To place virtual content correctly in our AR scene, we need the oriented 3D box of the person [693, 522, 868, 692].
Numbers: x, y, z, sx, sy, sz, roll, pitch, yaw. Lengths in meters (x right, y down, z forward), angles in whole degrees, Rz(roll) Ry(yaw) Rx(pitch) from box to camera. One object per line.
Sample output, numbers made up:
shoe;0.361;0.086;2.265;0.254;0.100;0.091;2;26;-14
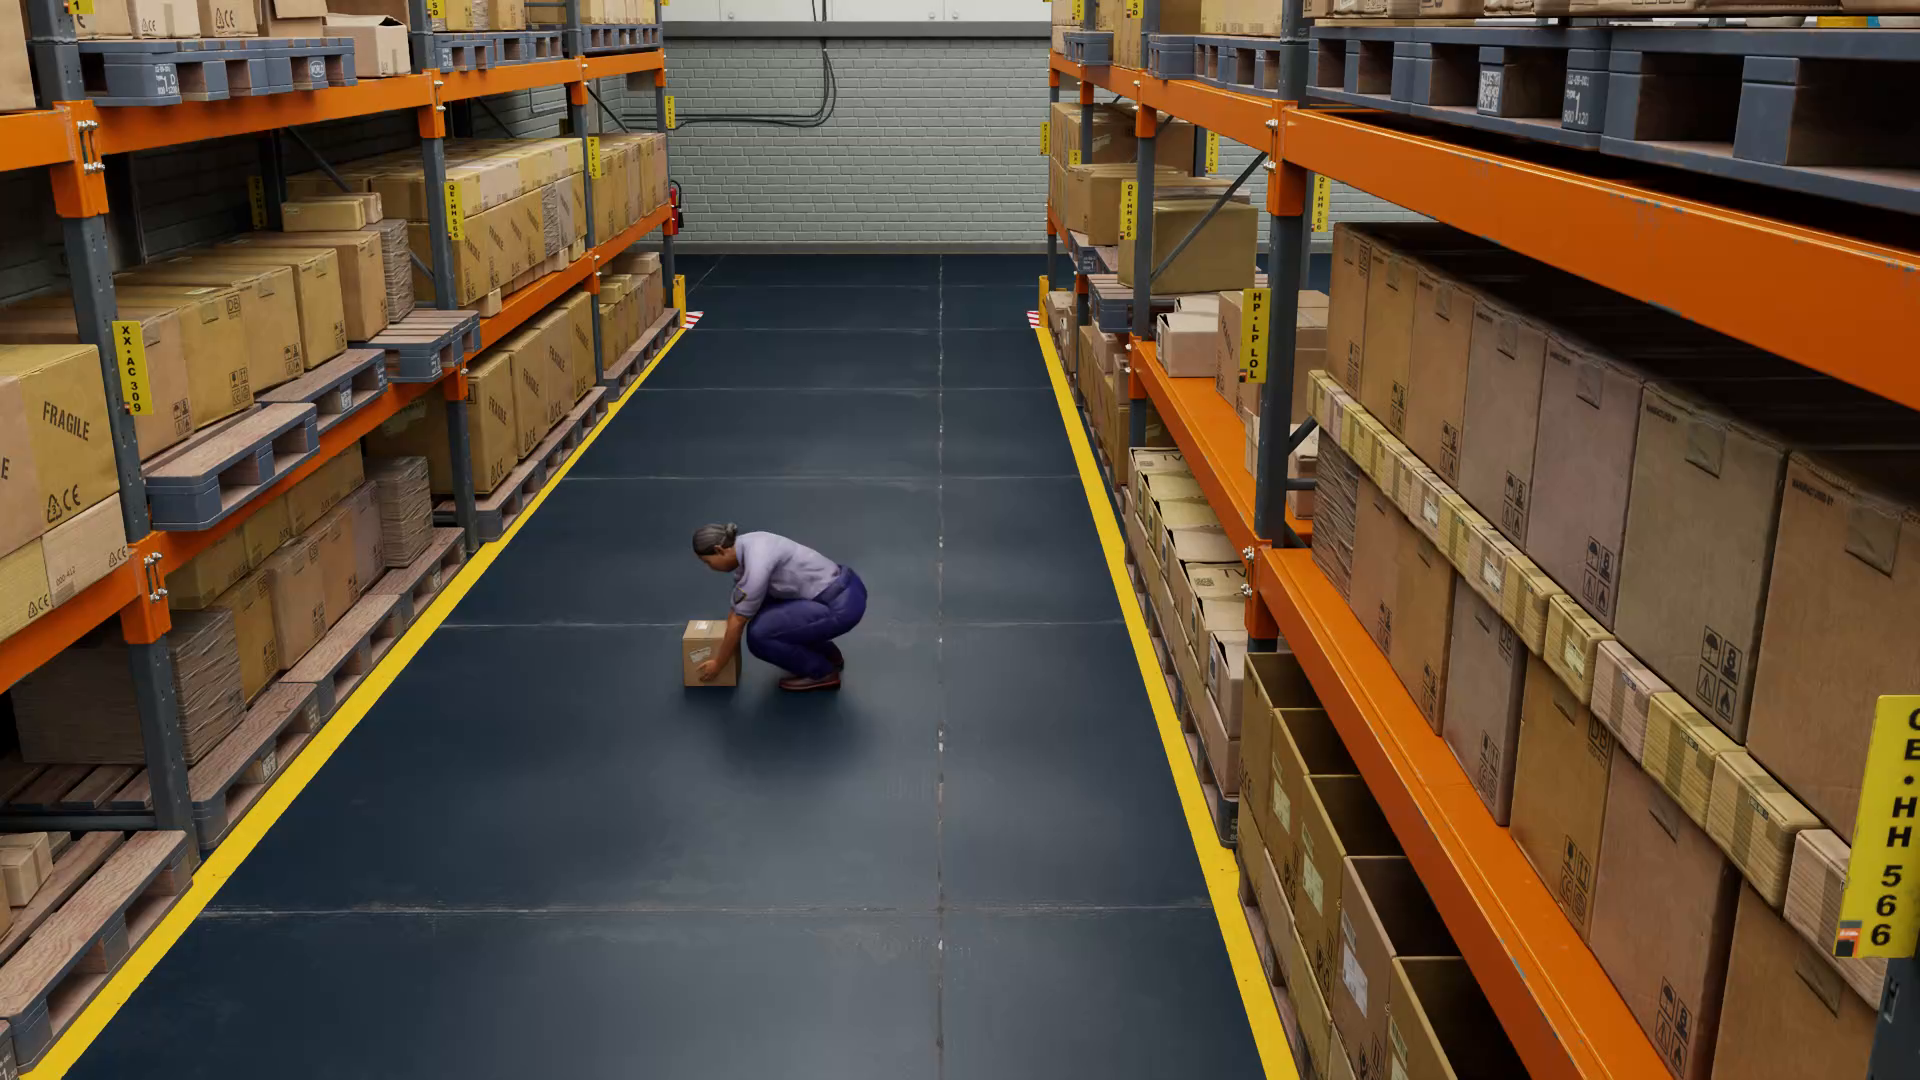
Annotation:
person;-0.866;0.301;8.058;0.826;0.797;0.529;0;17;-1
